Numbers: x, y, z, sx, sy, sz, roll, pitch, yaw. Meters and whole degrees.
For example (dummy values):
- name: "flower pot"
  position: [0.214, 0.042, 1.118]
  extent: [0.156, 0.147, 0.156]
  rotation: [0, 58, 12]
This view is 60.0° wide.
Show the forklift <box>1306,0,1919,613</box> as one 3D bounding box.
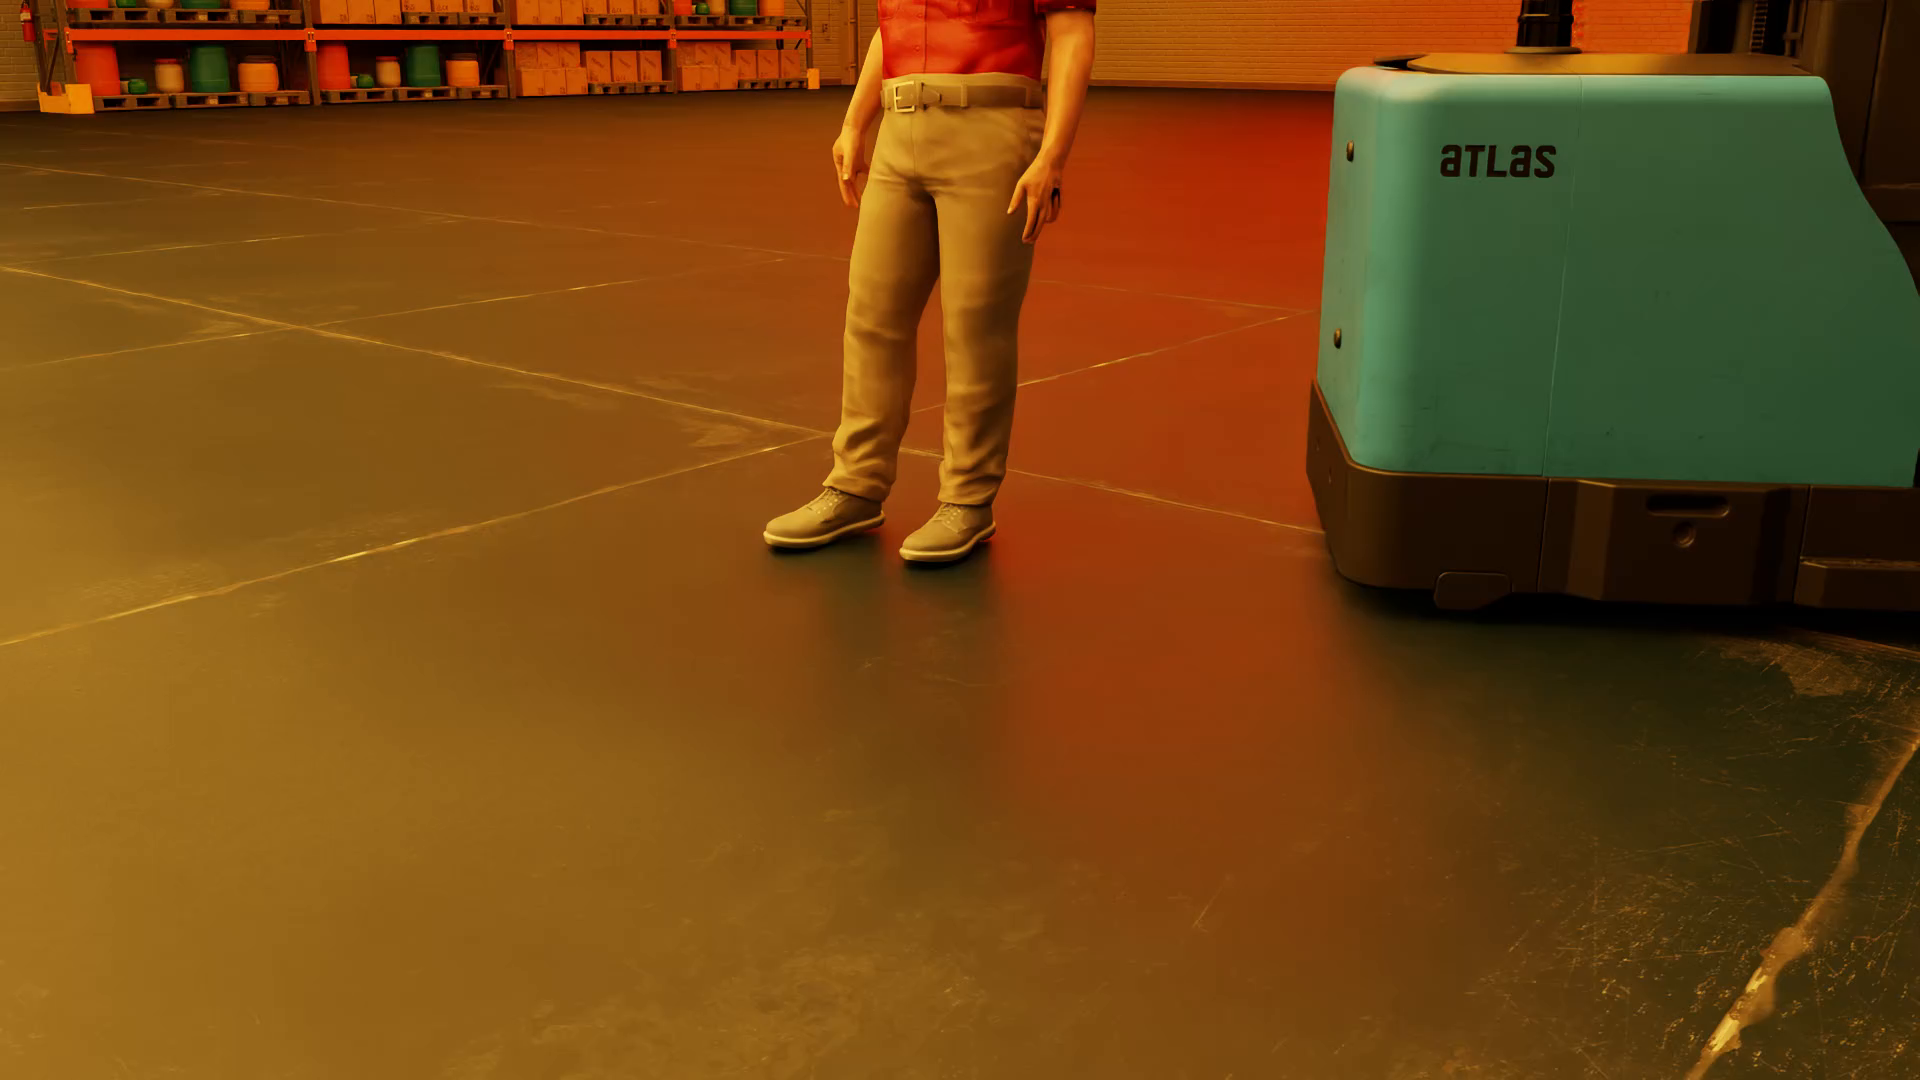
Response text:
- name: "forklift"
  position: [2.345, -1.337, 3.302]
  extent: [3.031, 2.935, 1.130]
  rotation: [2, 17, 6]

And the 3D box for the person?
- name: "person"
  position: [-0.066, -0.817, 3.629]
  extent: [0.641, 1.727, 0.550]
  rotation: [13, 21, 37]
